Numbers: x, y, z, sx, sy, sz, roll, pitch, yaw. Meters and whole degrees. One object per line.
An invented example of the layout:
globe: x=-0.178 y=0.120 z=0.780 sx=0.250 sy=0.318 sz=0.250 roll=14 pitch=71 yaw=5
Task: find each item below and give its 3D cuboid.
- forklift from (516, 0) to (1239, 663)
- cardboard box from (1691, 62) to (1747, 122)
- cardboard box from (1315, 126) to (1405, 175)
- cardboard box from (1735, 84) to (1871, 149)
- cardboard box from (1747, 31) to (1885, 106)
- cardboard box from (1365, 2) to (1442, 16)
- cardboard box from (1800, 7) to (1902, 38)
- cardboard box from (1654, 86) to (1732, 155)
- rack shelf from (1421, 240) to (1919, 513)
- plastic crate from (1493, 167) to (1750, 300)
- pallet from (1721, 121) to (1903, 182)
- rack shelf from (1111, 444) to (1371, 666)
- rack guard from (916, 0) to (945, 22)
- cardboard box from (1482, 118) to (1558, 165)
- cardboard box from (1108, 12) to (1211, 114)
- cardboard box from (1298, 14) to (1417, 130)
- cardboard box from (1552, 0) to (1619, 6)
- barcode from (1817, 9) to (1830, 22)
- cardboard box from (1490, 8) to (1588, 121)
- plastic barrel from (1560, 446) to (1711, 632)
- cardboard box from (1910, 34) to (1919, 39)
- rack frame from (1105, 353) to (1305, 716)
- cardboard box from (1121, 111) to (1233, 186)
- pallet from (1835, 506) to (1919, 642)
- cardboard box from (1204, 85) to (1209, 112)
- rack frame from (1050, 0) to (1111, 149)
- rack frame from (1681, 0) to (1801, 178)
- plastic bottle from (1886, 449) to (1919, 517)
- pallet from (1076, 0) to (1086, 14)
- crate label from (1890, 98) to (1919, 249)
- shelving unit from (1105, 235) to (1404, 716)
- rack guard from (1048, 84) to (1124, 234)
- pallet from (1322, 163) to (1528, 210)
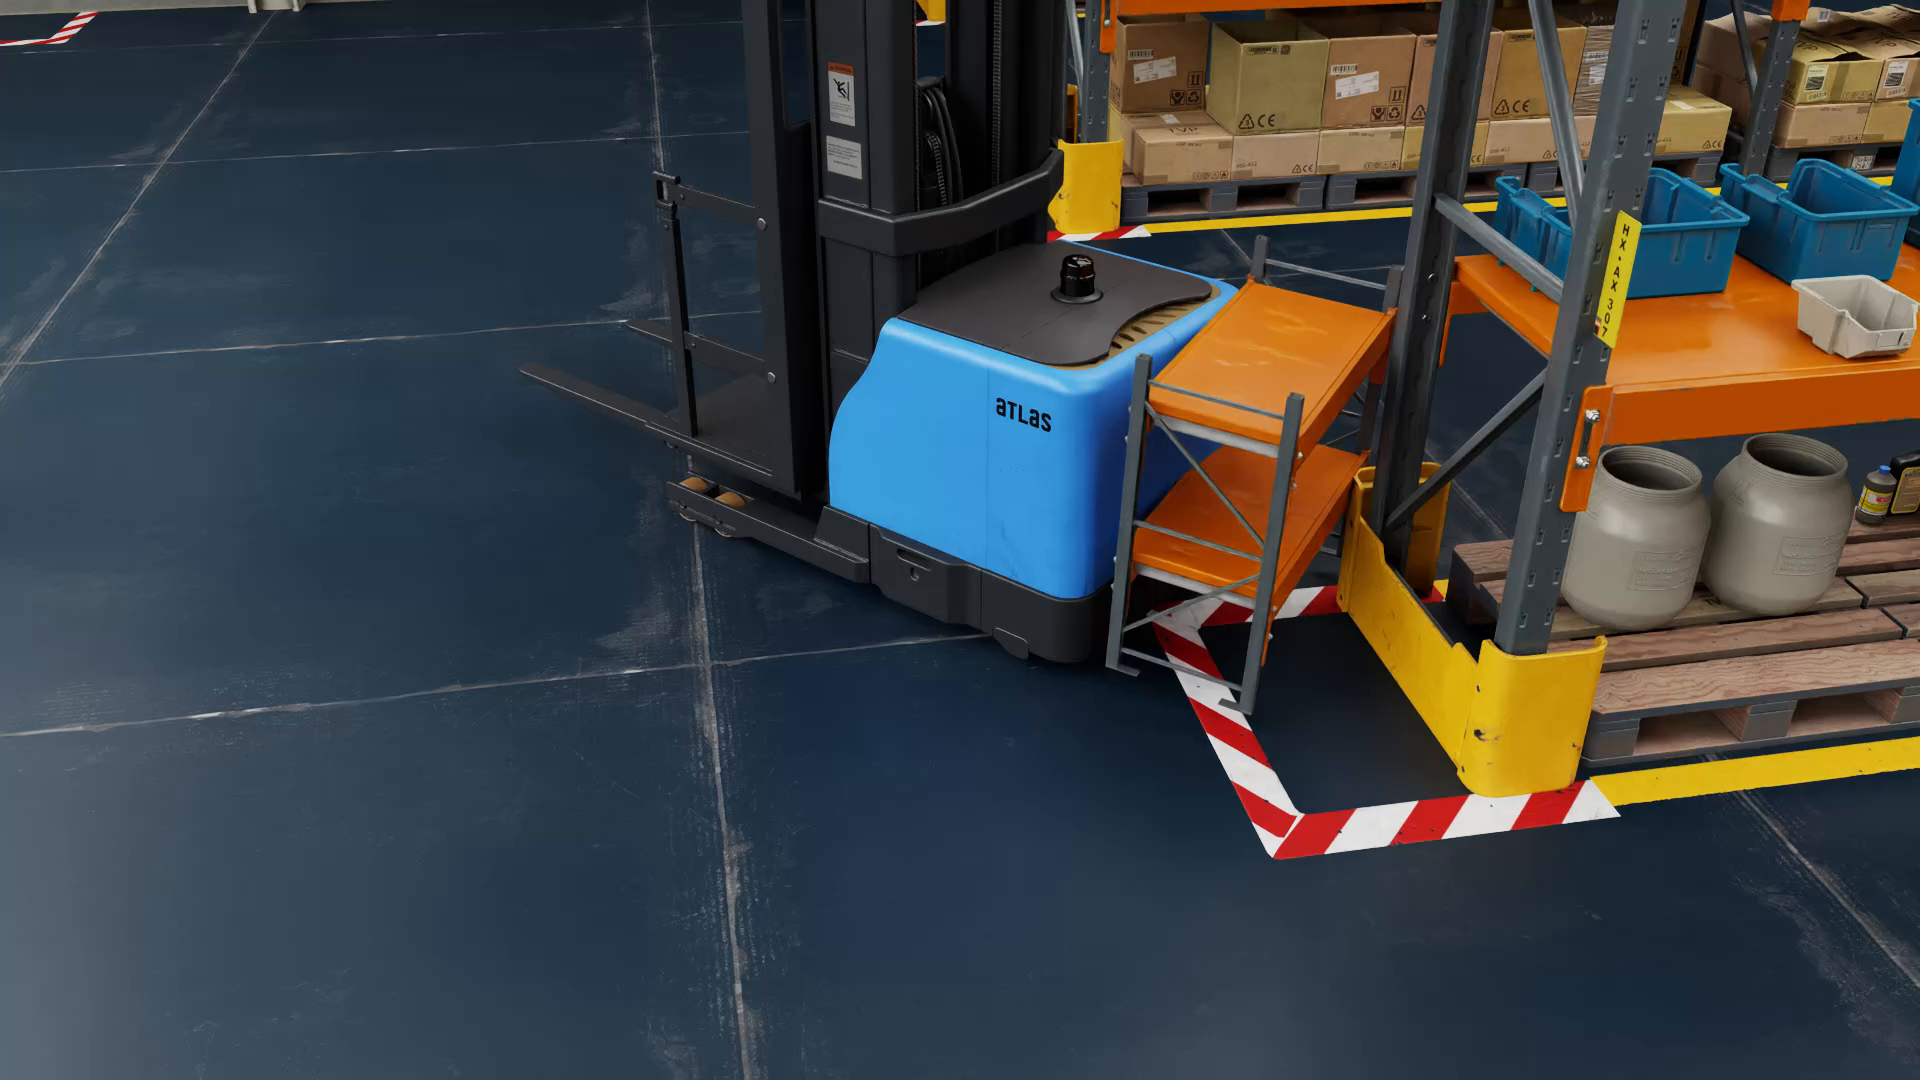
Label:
forklift: x=-0.494 y=-1.462 z=5.844 sx=3.031 sy=2.935 sz=1.130 roll=22 pitch=37 yaw=32
cardboard box: x=4.930 y=-2.811 z=10.369 sx=0.500 sy=0.250 sz=0.500 roll=-6 pitch=31 yaw=-9
cardboard box: x=2.191 y=-2.294 z=9.491 sx=0.500 sy=0.250 sz=0.500 roll=-5 pitch=31 yaw=-9
cardboard box: x=5.016 y=-2.542 z=9.912 sx=0.500 sy=0.250 sz=0.500 roll=-6 pitch=31 yaw=-10
cardboard box: x=5.026 y=-2.784 z=9.770 sx=0.500 sy=0.311 sz=0.500 roll=-5 pitch=31 yaw=-9
cardboard box: x=2.587 y=-2.928 z=9.828 sx=0.500 sy=0.500 sz=0.500 roll=-5 pitch=31 yaw=-9
cardboard box: x=5.432 y=-3.101 z=10.309 sx=0.500 sy=0.311 sz=0.500 roll=-4 pitch=31 yaw=-8
cardboard box: x=4.158 y=-2.477 z=9.802 sx=0.500 sy=0.250 sz=0.500 roll=-5 pitch=31 yaw=-9
rack shelf: x=3.496 y=-0.670 z=5.140 sx=4.000 sy=0.370 sz=1.077 roll=-5 pitch=31 yaw=-9
plastic crate: x=1.967 y=-0.928 z=5.016 sx=0.616 sy=0.251 sz=0.499 roll=-5 pitch=31 yaw=-9
pallet: x=5.292 y=-2.517 z=10.323 sx=1.213 sy=0.211 sz=1.003 roll=-5 pitch=31 yaw=-9
rack shelf: x=0.950 y=-0.031 z=5.531 sx=0.538 sy=0.278 sz=1.000 roll=18 pitch=36 yaw=22
rack guard: x=-0.181 y=-4.666 z=13.693 sx=0.348 sy=0.500 sz=1.175 roll=-5 pitch=31 yaw=-9
cardboard box: x=3.175 y=-2.383 z=9.643 sx=0.500 sy=0.250 sz=0.500 roll=-5 pitch=31 yaw=-9
cardboard box: x=1.114 y=-2.784 z=9.584 sx=0.500 sy=0.500 sz=0.500 roll=-5 pitch=31 yaw=-9
cardboard box: x=2.188 y=-2.623 z=9.311 sx=0.500 sy=0.500 sz=0.500 roll=-5 pitch=31 yaw=-9
cardboard box: x=3.572 y=-3.016 z=9.978 sx=0.500 sy=0.500 sz=0.500 roll=-5 pitch=31 yaw=-9
barcode: x=4.900 y=-2.974 z=9.434 sx=0.075 sy=0.075 sz=0.001 roll=-5 pitch=31 yaw=-9
cardboard box: x=3.173 y=-2.713 z=9.463 sx=0.500 sy=0.500 sz=0.500 roll=-5 pitch=31 yaw=-9
plastic barrel: x=2.162 y=-0.004 z=5.338 sx=0.421 sy=0.512 sz=0.421 roll=0 pitch=30 yaw=0
cardboard box: x=6.028 y=-2.875 z=9.925 sx=0.500 sy=0.311 sz=0.500 roll=-6 pitch=31 yaw=-11
rack frame: x=0.717 y=0.004 z=5.018 sx=0.500 sy=1.125 sz=0.032 roll=18 pitch=36 yaw=22
cardboard box: x=1.207 y=-2.201 z=9.333 sx=0.500 sy=0.250 sz=0.500 roll=-5 pitch=31 yaw=-9
pallet: x=3.592 y=0.193 z=5.714 sx=1.213 sy=0.211 sz=1.003 roll=-5 pitch=31 yaw=-9
cardboard box: x=1.604 y=-2.511 z=9.860 sx=0.500 sy=0.250 sz=0.500 roll=-5 pitch=31 yaw=-9
rack frame: x=0.640 y=-3.268 z=8.848 sx=0.127 sy=3.000 sz=1.000 roll=-5 pitch=31 yaw=-9
rack frame: x=4.574 y=-3.633 z=9.469 sx=0.127 sy=3.000 sz=1.000 roll=-5 pitch=31 yaw=-9
plastic bottle: x=3.368 y=-0.222 z=5.915 sx=0.133 sy=0.283 sz=0.061 roll=-5 pitch=31 yaw=-8
pallet: x=0.624 y=-4.598 z=13.862 sx=1.213 sy=0.211 sz=1.003 roll=-5 pitch=31 yaw=-9
crate label: x=3.290 y=-1.116 z=5.153 sx=0.616 sy=0.435 sz=0.502 roll=-5 pitch=31 yaw=-9
shelving unit: x=0.957 y=-0.236 z=5.397 sx=0.538 sy=1.125 sz=1.048 roll=18 pitch=36 yaw=22
rack guard: x=0.616 y=-2.188 z=9.478 sx=0.348 sy=0.500 sz=1.175 roll=-5 pitch=31 yaw=-9
pallet: x=2.582 y=-2.266 z=9.895 sx=1.213 sy=0.211 sz=1.003 roll=-5 pitch=31 yaw=-9
